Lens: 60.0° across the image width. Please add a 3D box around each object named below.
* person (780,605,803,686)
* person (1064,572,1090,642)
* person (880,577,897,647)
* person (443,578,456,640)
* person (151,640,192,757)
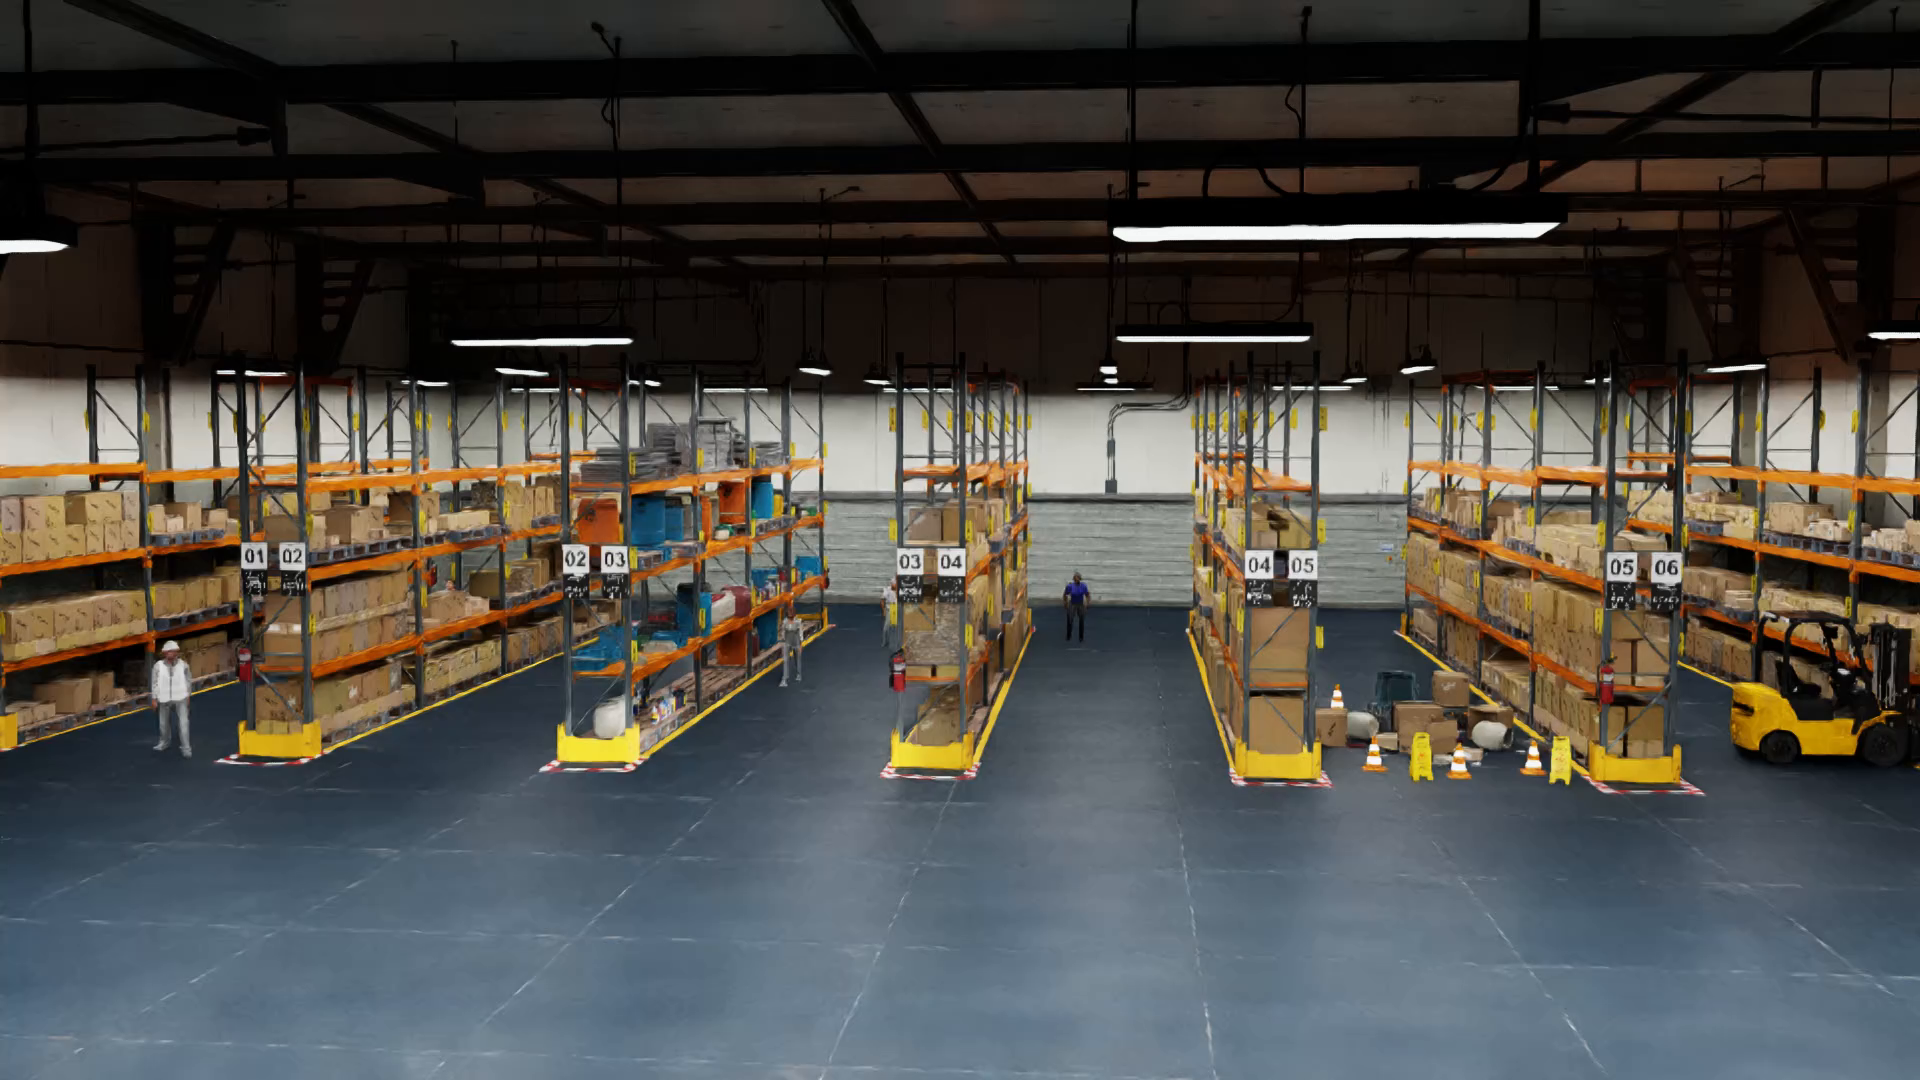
[{"bbox_3d":[-3.173,1.986,31.583,0.415,1.517,1.041,0,4,3],"label":"person"},{"bbox_3d":[2.652,1.520,37.855,0.592,1.604,0.513,0,4,4],"label":"person"},{"bbox_3d":[-1.451,1.600,36.692,0.625,1.611,0.582,0,4,3],"label":"person"},{"bbox_3d":[-11.060,1.623,36.278,0.580,1.617,0.503,0,4,4],"label":"person"},{"bbox_3d":[-11.812,2.364,24.895,0.583,1.747,0.933,-2,4,-21],"label":"person"}]
